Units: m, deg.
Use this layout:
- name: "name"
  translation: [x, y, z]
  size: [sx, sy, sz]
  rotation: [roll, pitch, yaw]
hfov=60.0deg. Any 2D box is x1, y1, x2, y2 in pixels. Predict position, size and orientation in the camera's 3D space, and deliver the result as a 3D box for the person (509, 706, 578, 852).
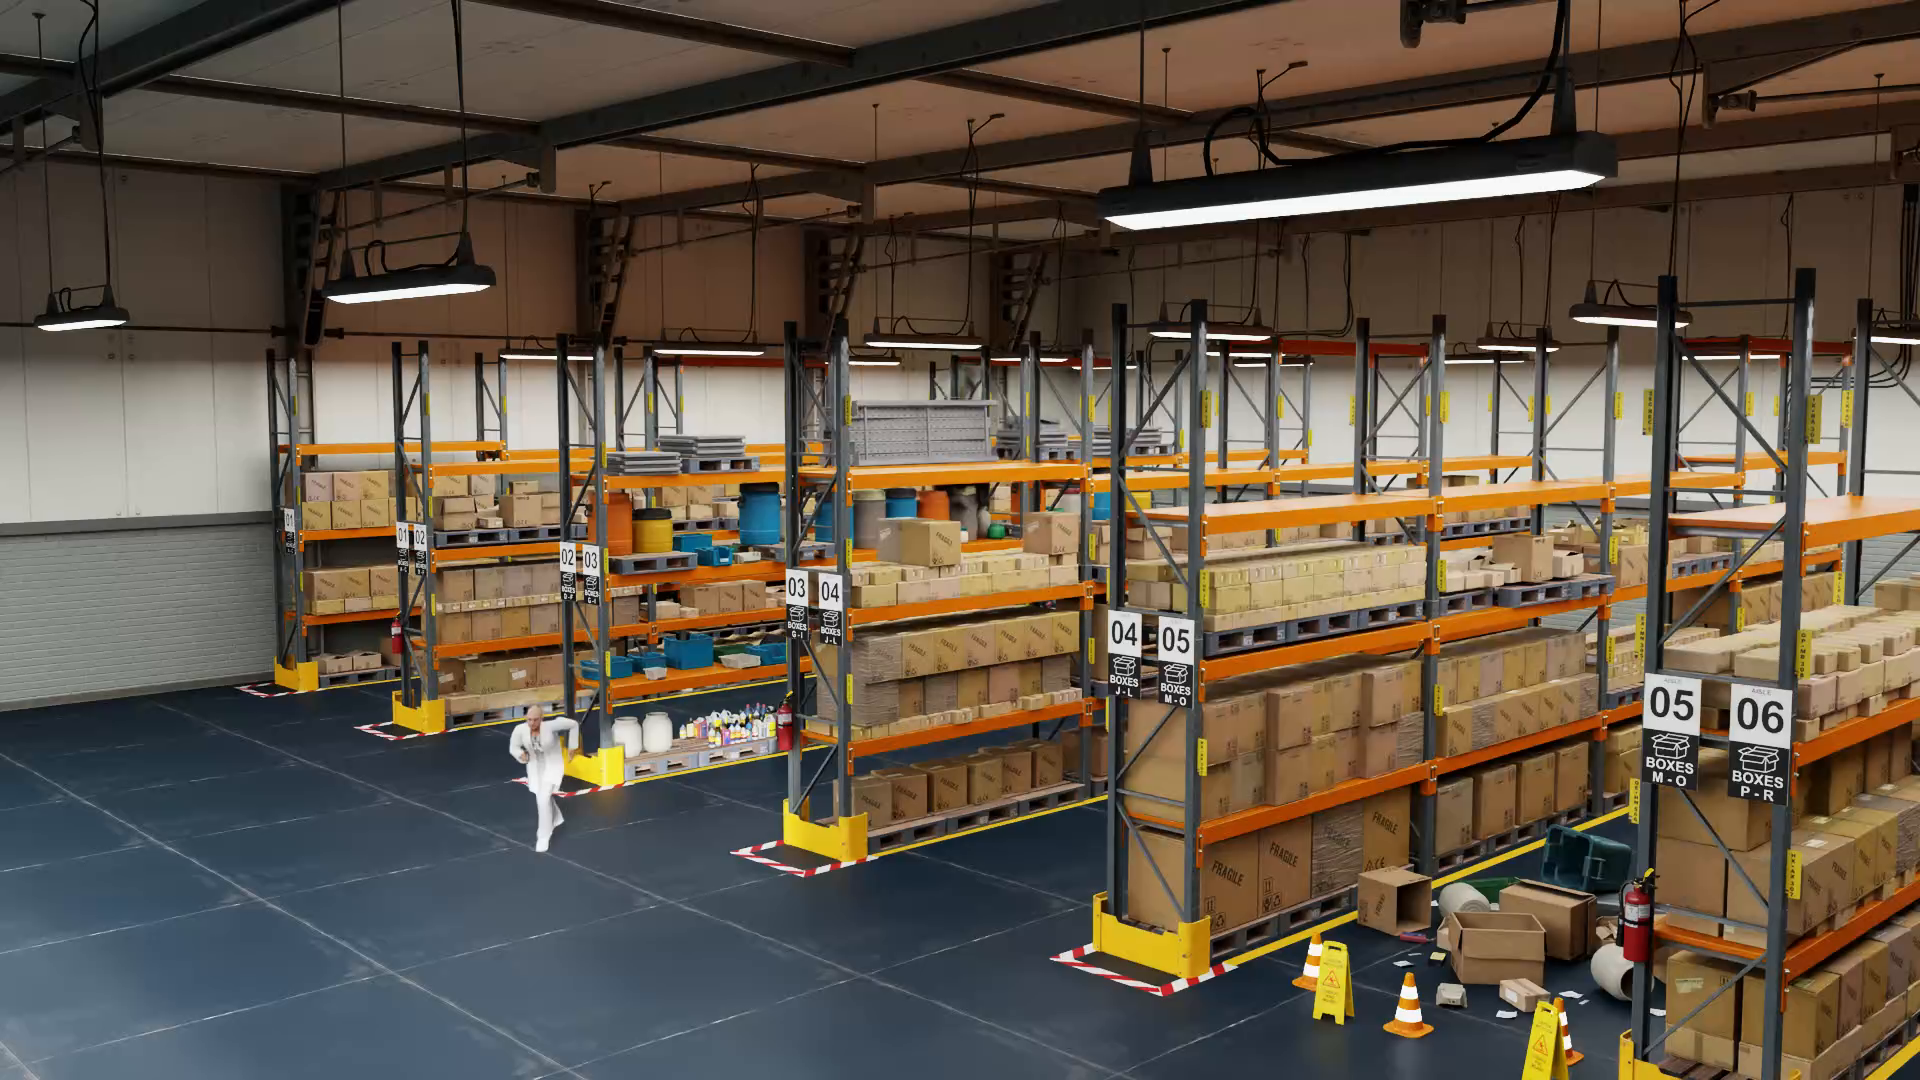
- name: "person"
  translation: [-4.753, 2.707, 19.139]
  size: [0.752, 1.728, 1.072]
  rotation: [0, 5, 3]
